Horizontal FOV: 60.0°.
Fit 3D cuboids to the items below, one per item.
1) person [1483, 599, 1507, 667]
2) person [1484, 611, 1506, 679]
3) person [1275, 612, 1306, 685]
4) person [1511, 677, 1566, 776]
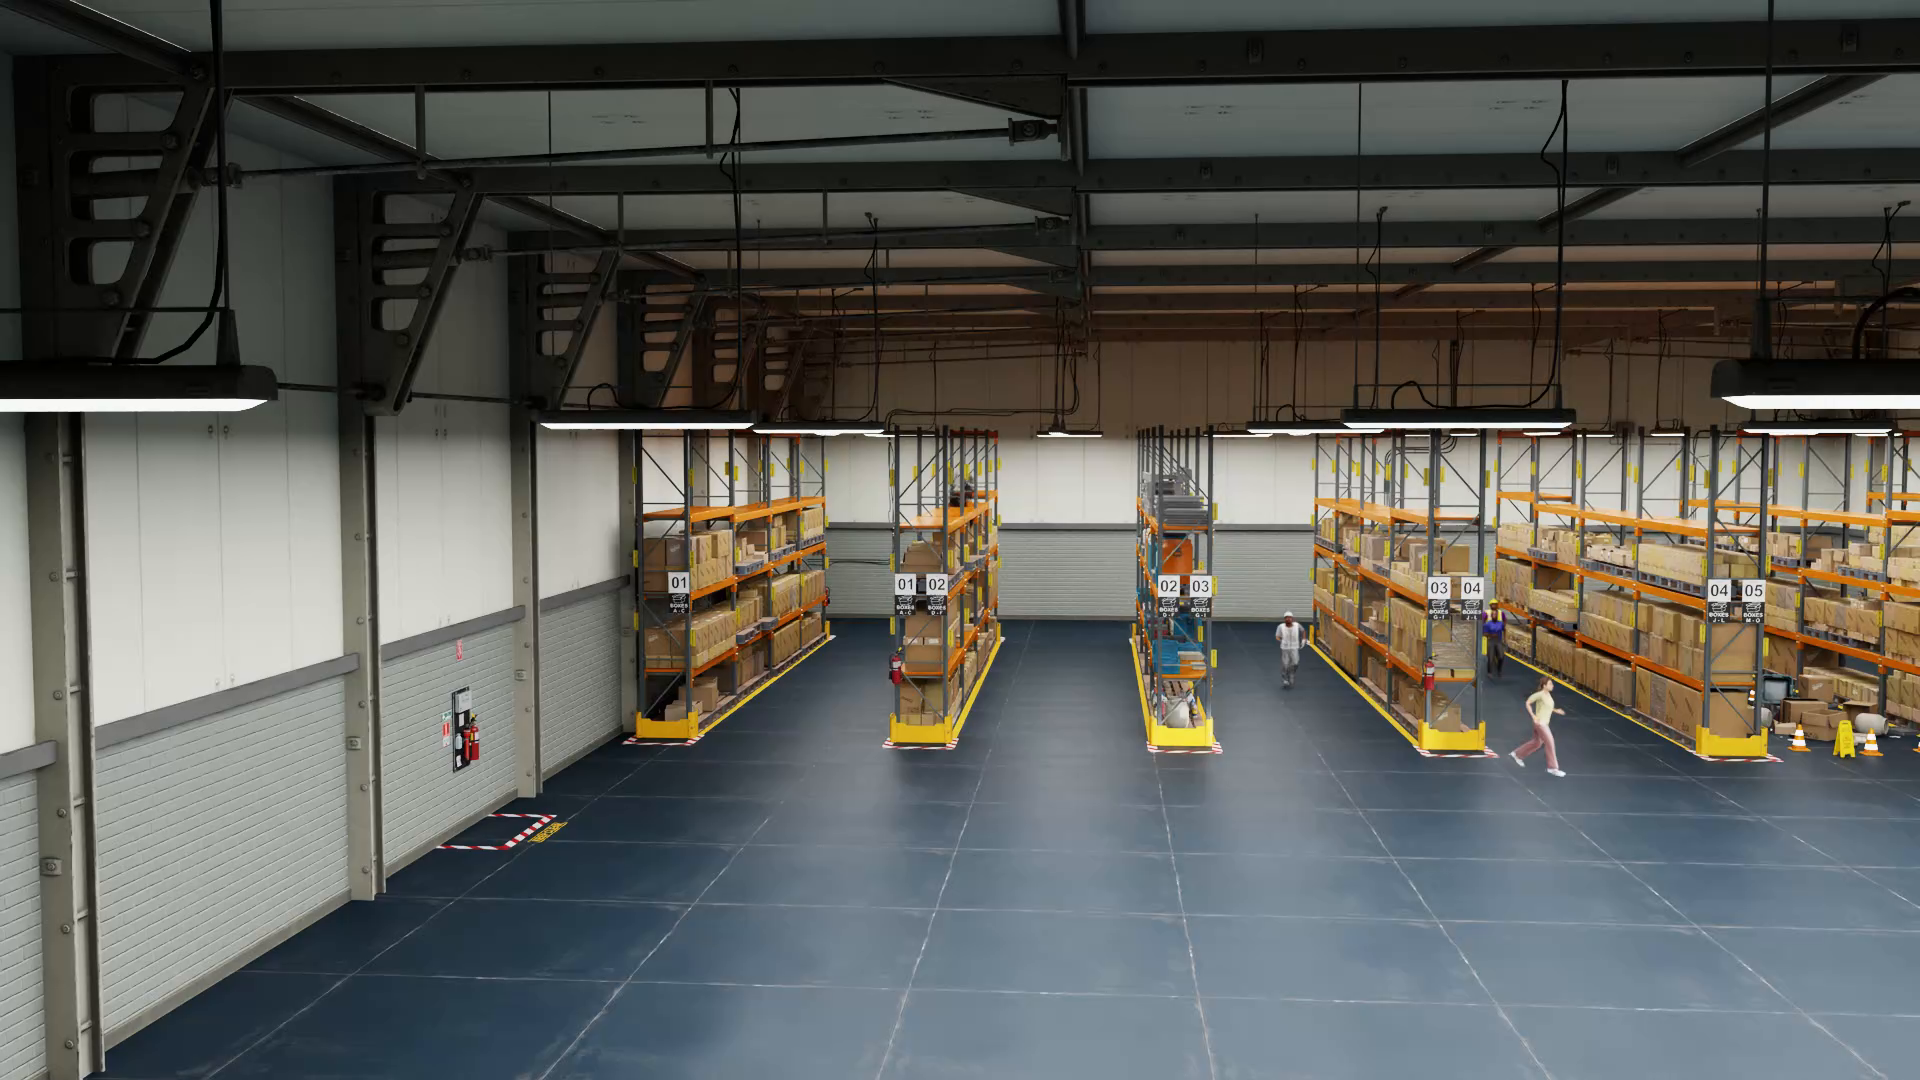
[{"bbox_3d":[13.411,2.346,41.739,0.690,1.721,0.582,0,3,5],"label":"person"},{"bbox_3d":[12.832,2.518,39.809,0.566,1.630,0.665,0,3,4],"label":"person"},{"bbox_3d":[7.655,2.523,38.484,0.708,1.727,0.763,0,3,7],"label":"person"},{"bbox_3d":[9.946,3.182,28.594,0.957,1.654,0.545,2,4,36],"label":"person"}]
